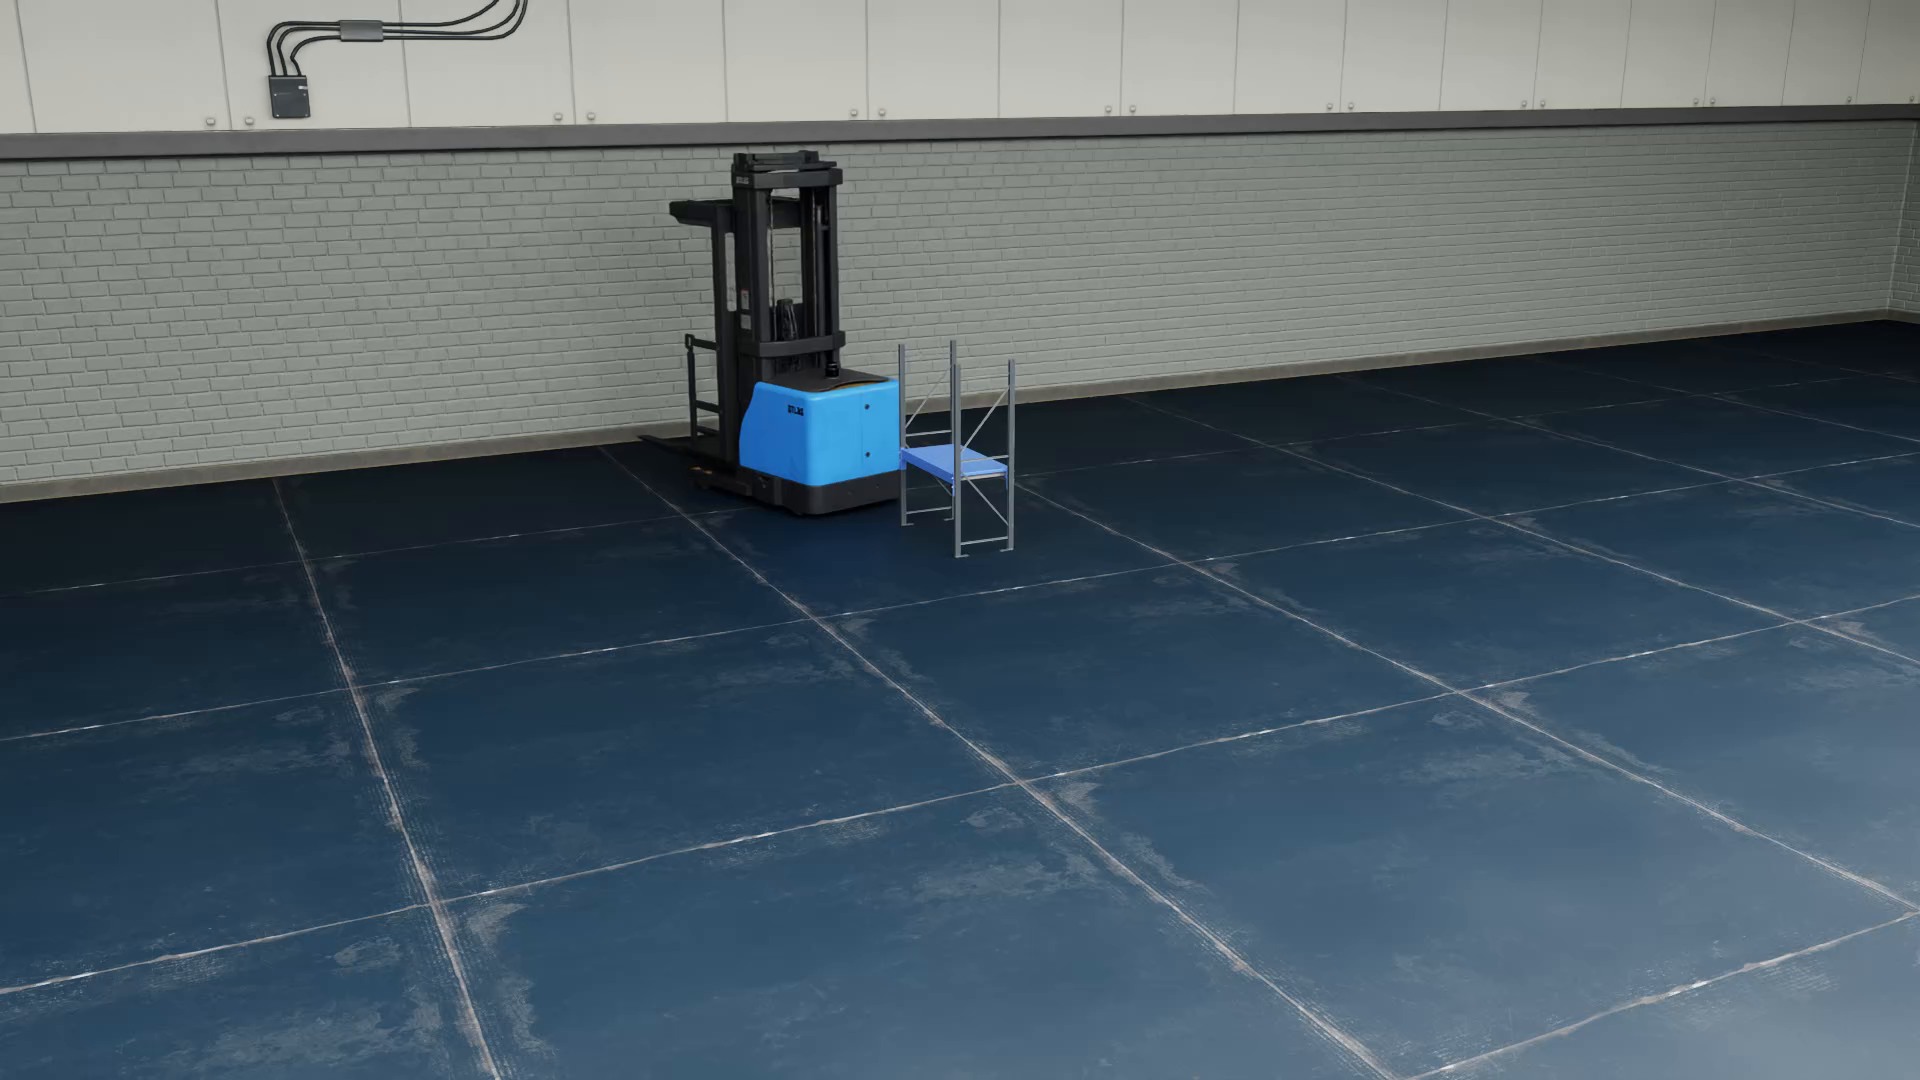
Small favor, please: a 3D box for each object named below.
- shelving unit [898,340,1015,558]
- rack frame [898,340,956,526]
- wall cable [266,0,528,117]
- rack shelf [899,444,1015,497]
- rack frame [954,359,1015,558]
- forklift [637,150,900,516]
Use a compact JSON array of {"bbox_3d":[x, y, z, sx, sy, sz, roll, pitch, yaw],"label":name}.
[{"bbox_3d":[-0.037,-0.742,13.117,0.538,1.500,1.048,-8,18,-25],"label":"shelving unit"},{"bbox_3d":[-0.260,-0.868,13.557,0.500,1.500,0.032,-8,18,-25],"label":"rack frame"},{"bbox_3d":[-4.951,-6.711,14.156,2.305,6.003,0.169,-8,18,-25],"label":"wall cable"},{"bbox_3d":[-0.037,-0.569,13.167,0.538,0.185,1.000,-8,18,-25],"label":"rack shelf"},{"bbox_3d":[0.185,-0.616,12.678,0.500,1.500,0.032,-8,18,-25],"label":"rack frame"},{"bbox_3d":[-1.828,-1.943,14.709,1.130,2.935,3.031,-14,21,-40],"label":"forklift"}]
